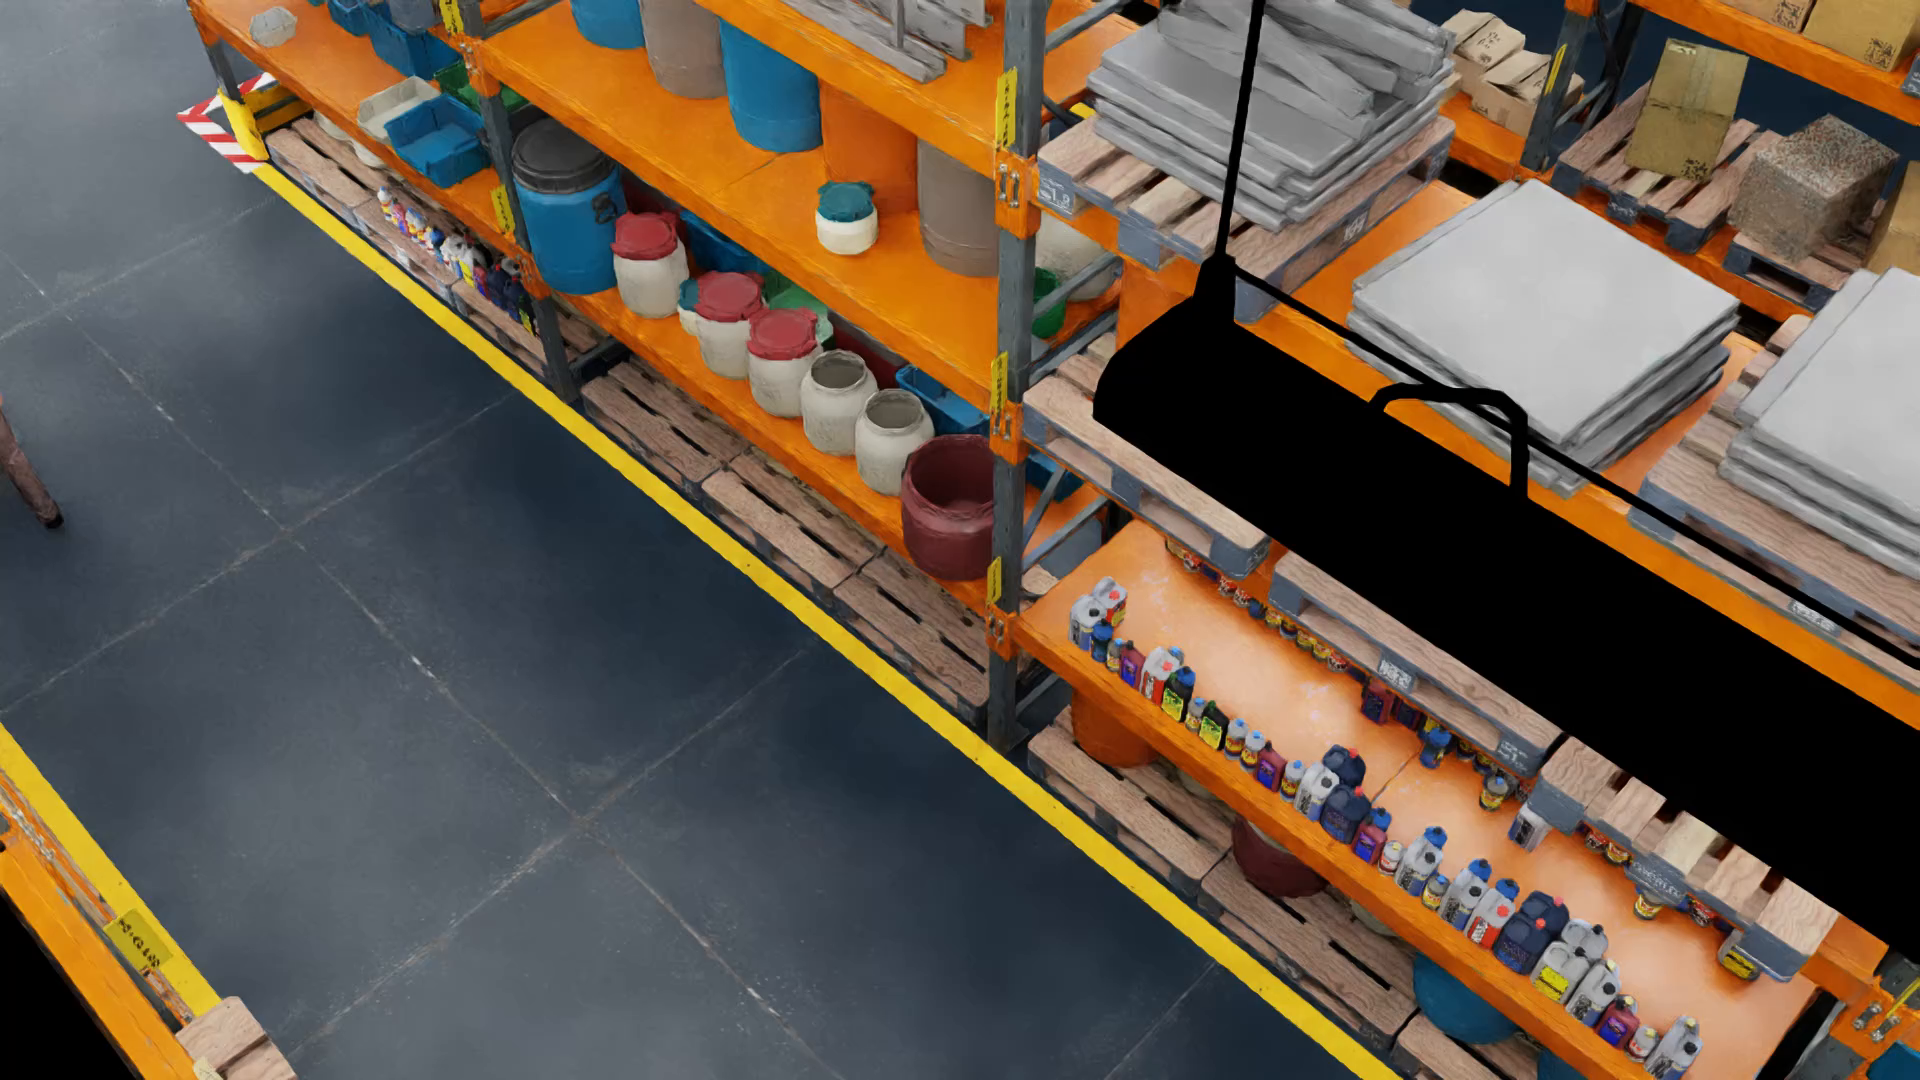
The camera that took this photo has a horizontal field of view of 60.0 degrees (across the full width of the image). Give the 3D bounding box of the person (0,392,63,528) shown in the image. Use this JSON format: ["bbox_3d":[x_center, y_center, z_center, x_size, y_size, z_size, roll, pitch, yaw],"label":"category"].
[{"bbox_3d":[-6.056,-0.852,10.018,0.543,1.648,1.115,-36,59,-26],"label":"person"}]
